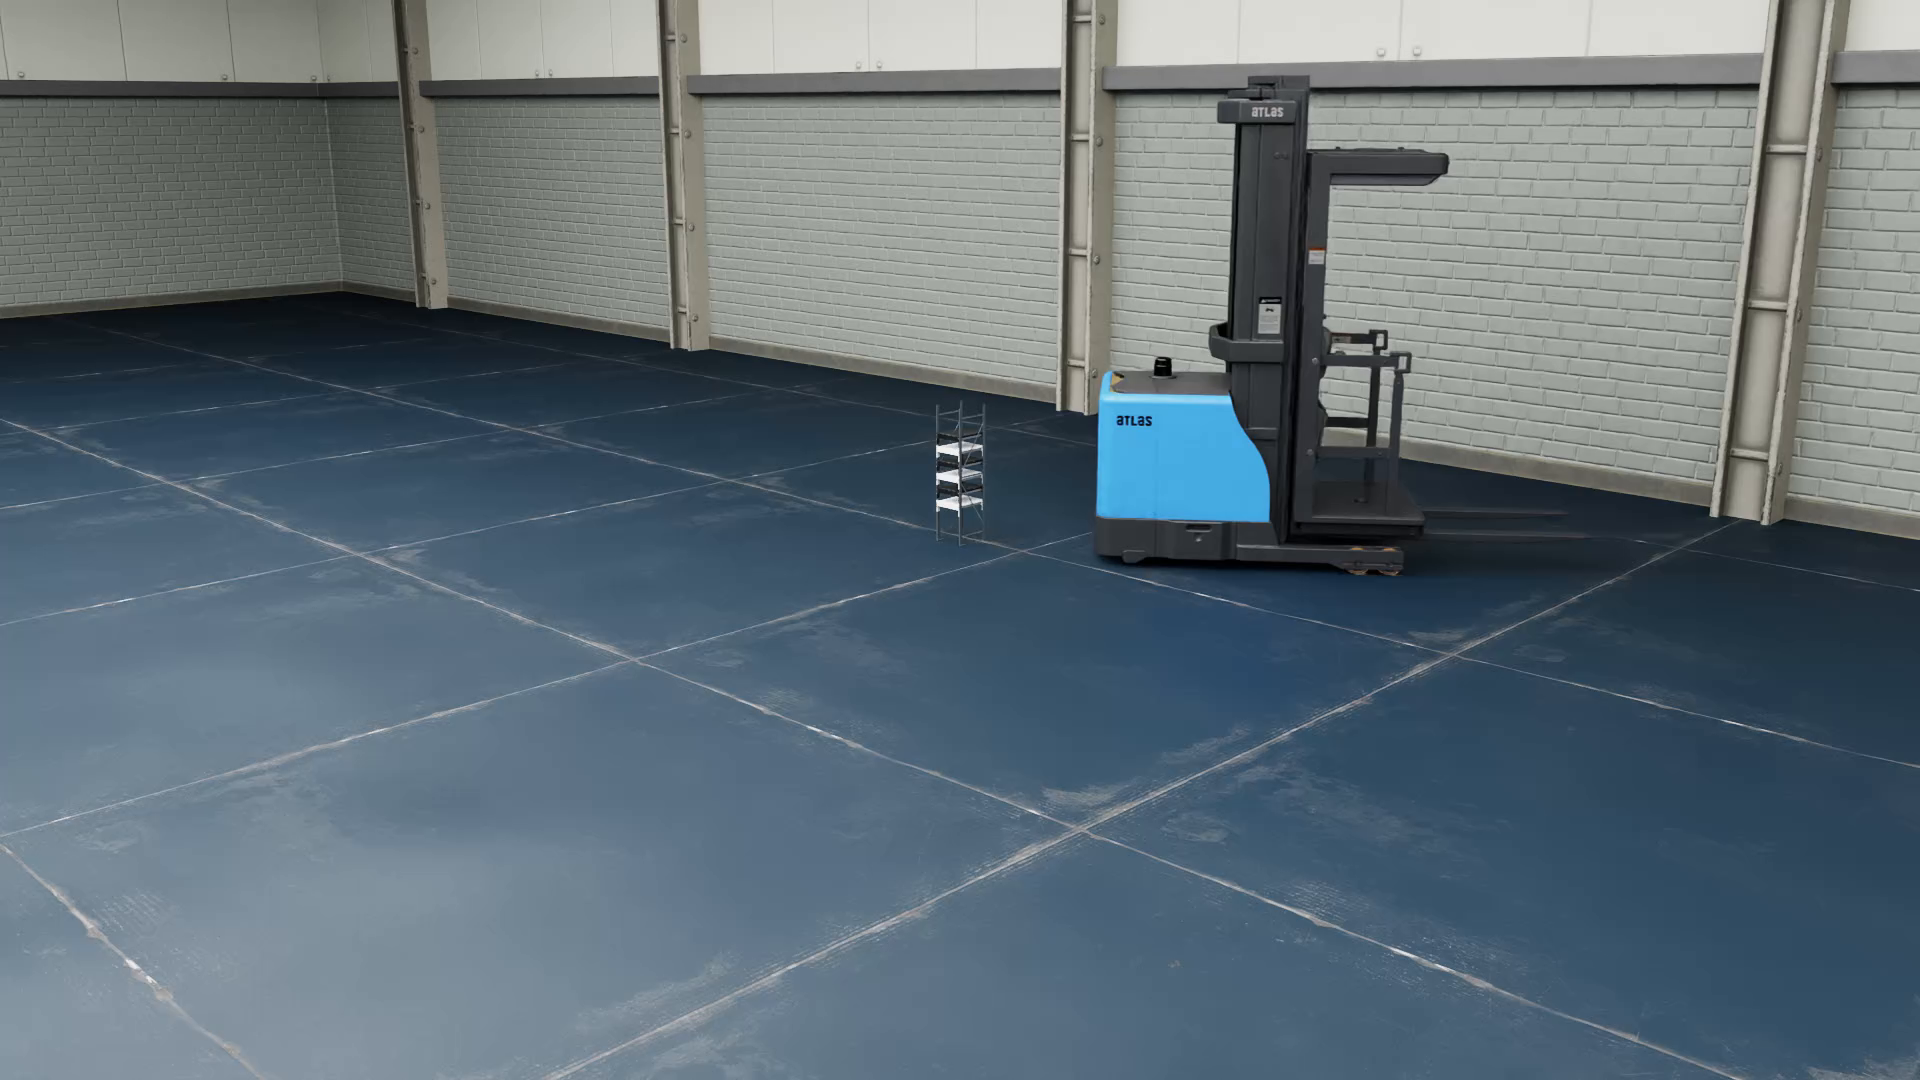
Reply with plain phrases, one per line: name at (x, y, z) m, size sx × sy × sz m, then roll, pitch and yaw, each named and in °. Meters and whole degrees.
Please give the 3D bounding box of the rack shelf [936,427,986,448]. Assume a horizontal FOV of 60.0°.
rack shelf at (0.006, -0.663, 10.753) m, size 0.200 × 0.077 × 0.258 m, roll 14°, pitch 20°, yaw 42°

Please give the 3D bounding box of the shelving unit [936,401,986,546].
shelving unit at (0.006, -0.434, 10.813) m, size 0.210 × 0.900 × 0.258 m, roll 14°, pitch 20°, yaw 42°

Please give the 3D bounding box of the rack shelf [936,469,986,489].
rack shelf at (0.006, -0.402, 10.822) m, size 0.200 × 0.077 × 0.258 m, roll 14°, pitch 20°, yaw 42°

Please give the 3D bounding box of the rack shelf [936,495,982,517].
rack shelf at (0.006, -0.228, 10.867) m, size 0.200 × 0.077 × 0.258 m, roll 14°, pitch 20°, yaw 42°

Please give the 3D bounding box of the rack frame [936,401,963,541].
rack frame at (-0.067, -0.452, 10.881) m, size 0.006 × 0.900 × 0.240 m, roll 14°, pitch 20°, yaw 42°

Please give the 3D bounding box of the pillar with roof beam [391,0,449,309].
pillar with roof beam at (-10.480, -6.885, 19.509) m, size 0.400 × 9.000 × 9.100 m, roll 14°, pitch 20°, yaw 42°

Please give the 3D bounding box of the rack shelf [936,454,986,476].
rack shelf at (0.006, -0.489, 10.799) m, size 0.200 × 0.077 × 0.258 m, roll 14°, pitch 20°, yaw 42°

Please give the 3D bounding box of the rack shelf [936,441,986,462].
rack shelf at (0.006, -0.576, 10.776) m, size 0.200 × 0.077 × 0.258 m, roll 14°, pitch 20°, yaw 42°

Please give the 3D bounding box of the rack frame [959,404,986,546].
rack frame at (0.079, -0.416, 10.745) m, size 0.006 × 0.900 × 0.240 m, roll 14°, pitch 20°, yaw 42°

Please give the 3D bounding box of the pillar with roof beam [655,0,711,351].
pillar with roof beam at (-6.161, -5.835, 15.478) m, size 0.400 × 9.000 × 9.100 m, roll 14°, pitch 20°, yaw 42°

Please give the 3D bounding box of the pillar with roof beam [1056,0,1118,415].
pillar with roof beam at (-1.842, -4.785, 11.448) m, size 0.400 × 9.000 × 9.100 m, roll 14°, pitch 20°, yaw 42°

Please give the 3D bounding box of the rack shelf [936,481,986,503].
rack shelf at (0.006, -0.315, 10.844) m, size 0.200 × 0.077 × 0.258 m, roll 14°, pitch 20°, yaw 42°

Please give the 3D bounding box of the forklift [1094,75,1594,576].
forklift at (2.387, -1.343, 10.272) m, size 3.031 × 2.935 × 1.130 m, roll 2°, pitch 15°, yaw 6°

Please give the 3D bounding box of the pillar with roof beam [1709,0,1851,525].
pillar with roof beam at (2.478, -3.735, 7.418) m, size 0.400 × 9.000 × 9.100 m, roll 14°, pitch 20°, yaw 42°
